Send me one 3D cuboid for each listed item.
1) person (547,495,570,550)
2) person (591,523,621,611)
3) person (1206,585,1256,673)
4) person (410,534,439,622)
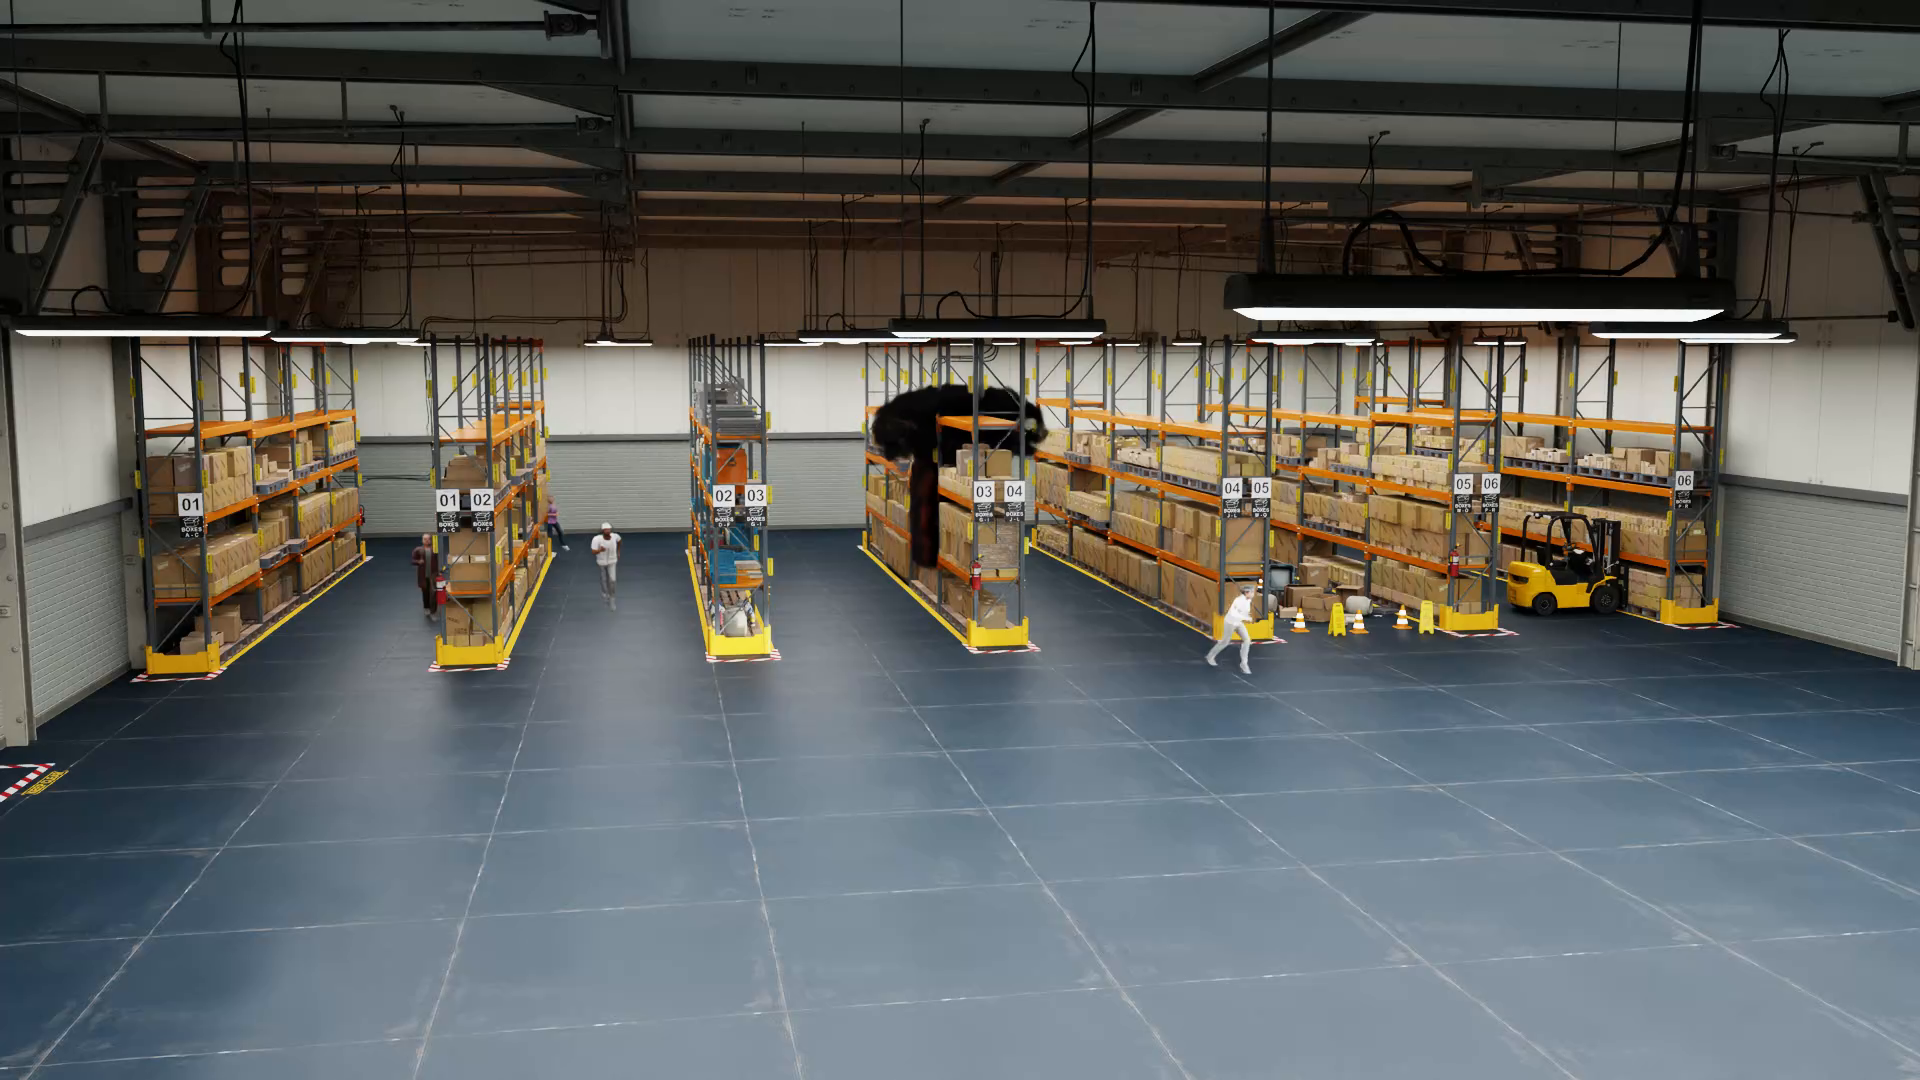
[{"bbox_3d":[-11.626,-0.484,47.309,0.904,1.580,0.552,2,7,20],"label":"person"},{"bbox_3d":[-7.505,0.561,35.361,0.662,1.882,0.802,-2,7,-18],"label":"person"},{"bbox_3d":[4.850,1.566,29.738,0.960,1.623,0.657,5,8,38],"label":"person"},{"bbox_3d":[-11.300,0.783,35.310,0.695,1.828,0.916,-2,7,-17],"label":"person"}]
